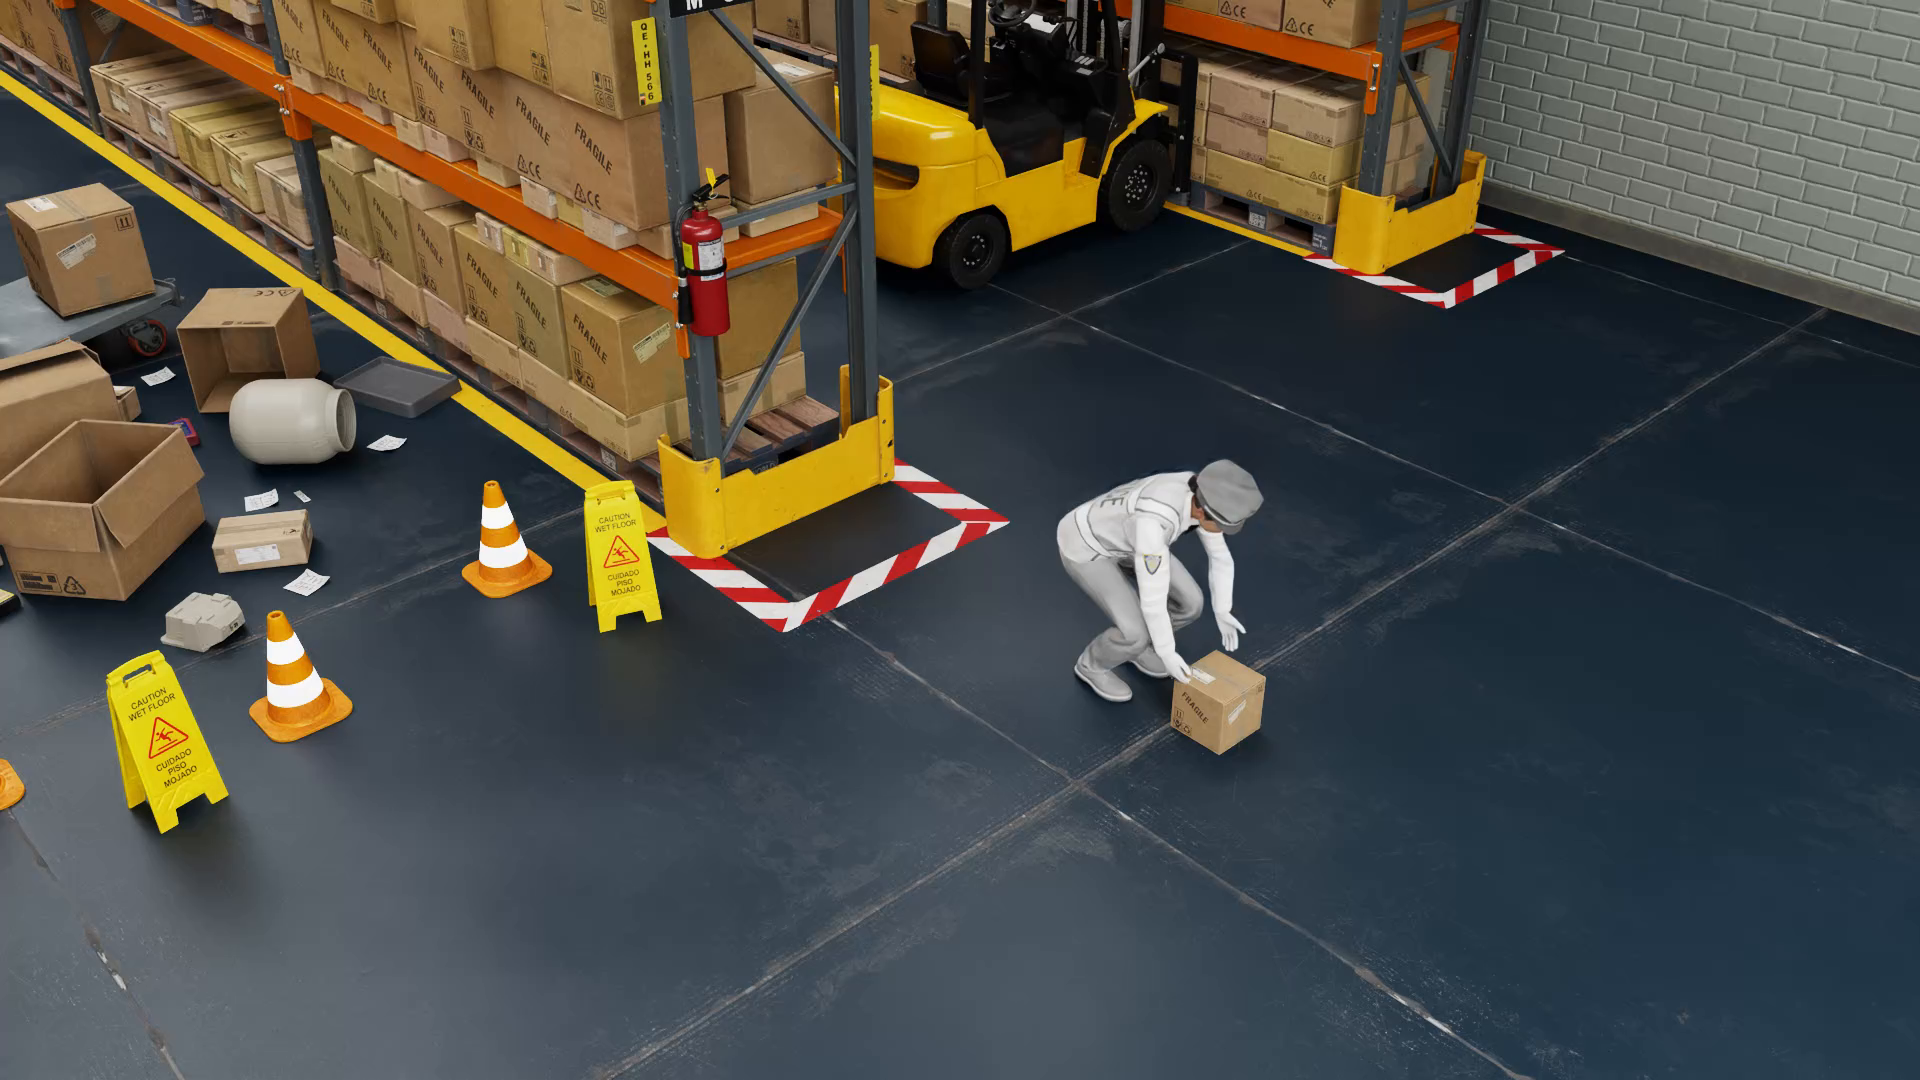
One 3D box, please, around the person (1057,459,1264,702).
[{"bbox_3d":[0.769,0.117,6.486,0.500,1.101,0.820,-26,40,-35],"label":"person"}]
